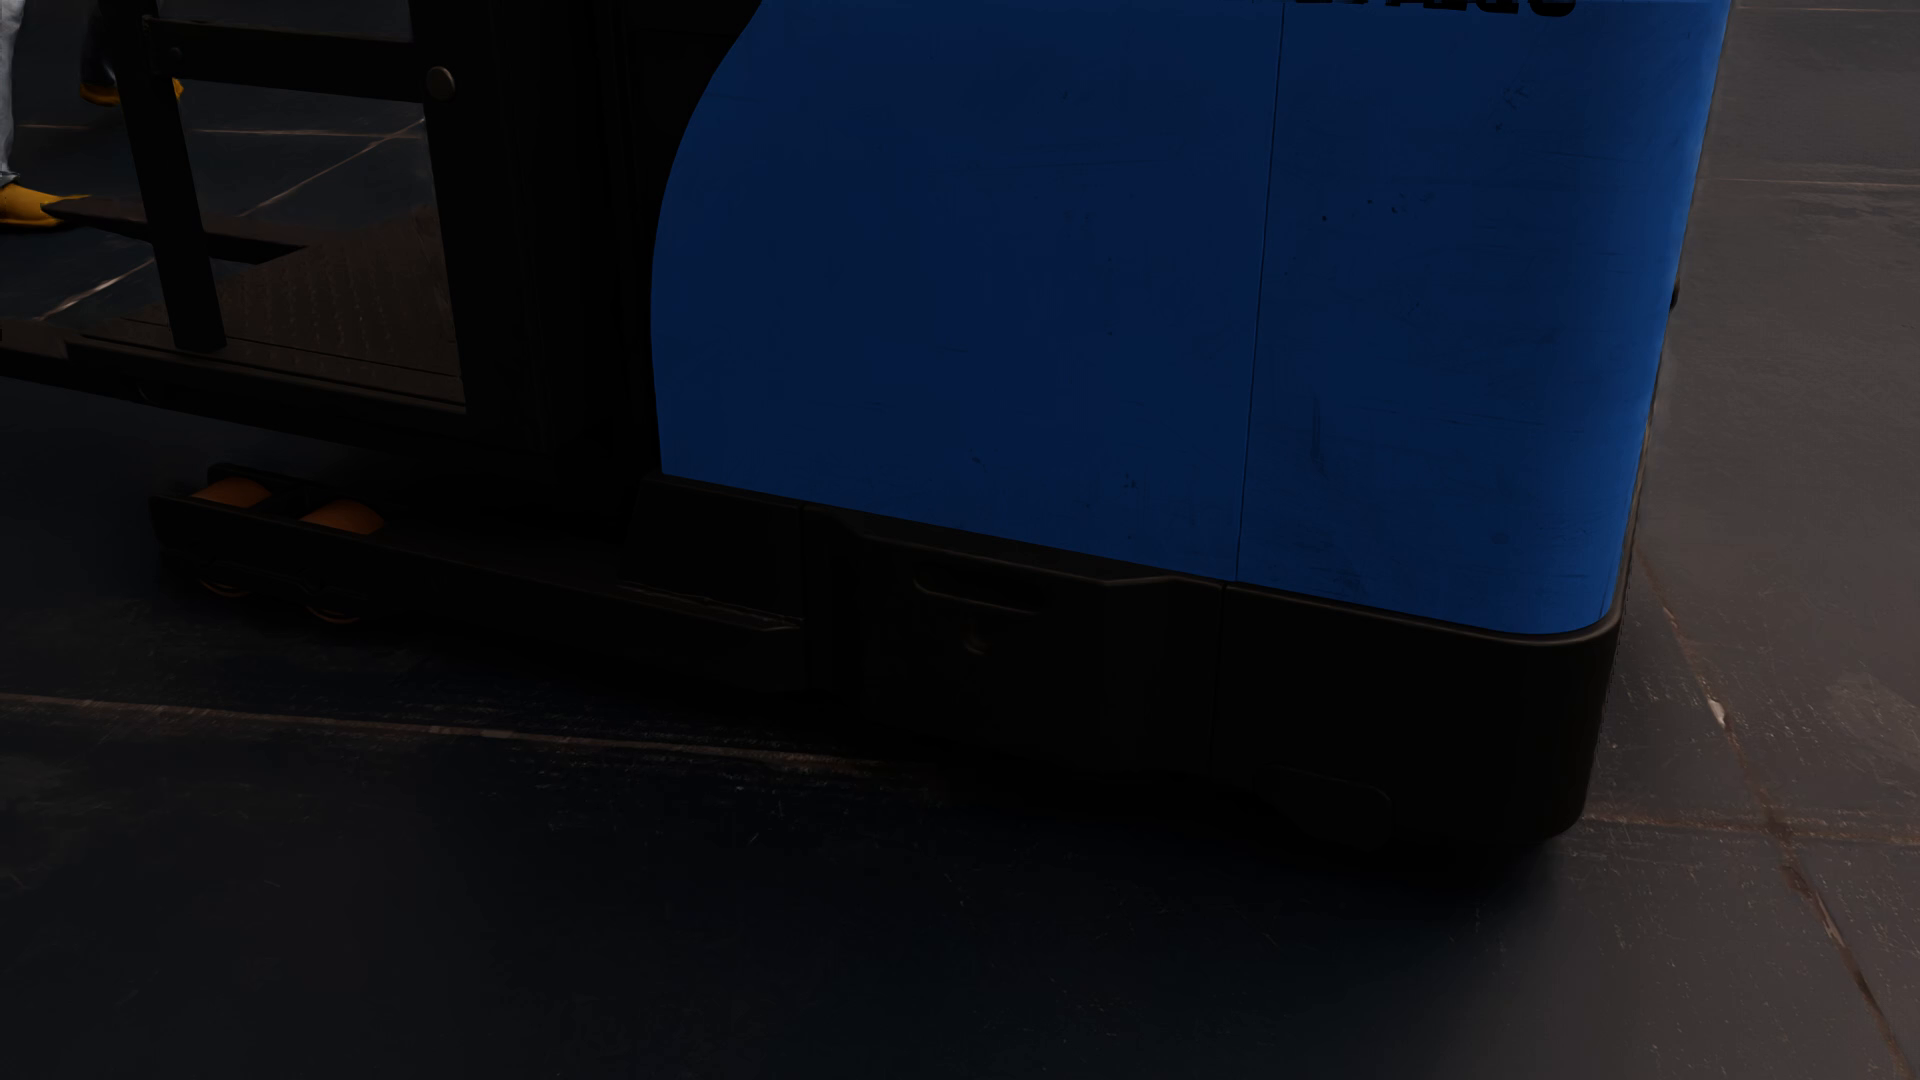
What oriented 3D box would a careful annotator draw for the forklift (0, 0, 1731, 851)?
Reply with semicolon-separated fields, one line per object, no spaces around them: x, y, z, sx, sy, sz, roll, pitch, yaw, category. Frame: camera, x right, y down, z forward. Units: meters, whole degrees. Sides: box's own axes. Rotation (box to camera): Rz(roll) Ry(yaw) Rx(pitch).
-0.566;-1.400;2.023;3.031;2.935;1.130;11;29;21;forklift

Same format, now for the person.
-2.343;-1.724;4.218;0.773;1.552;1.316;6;27;12;person
